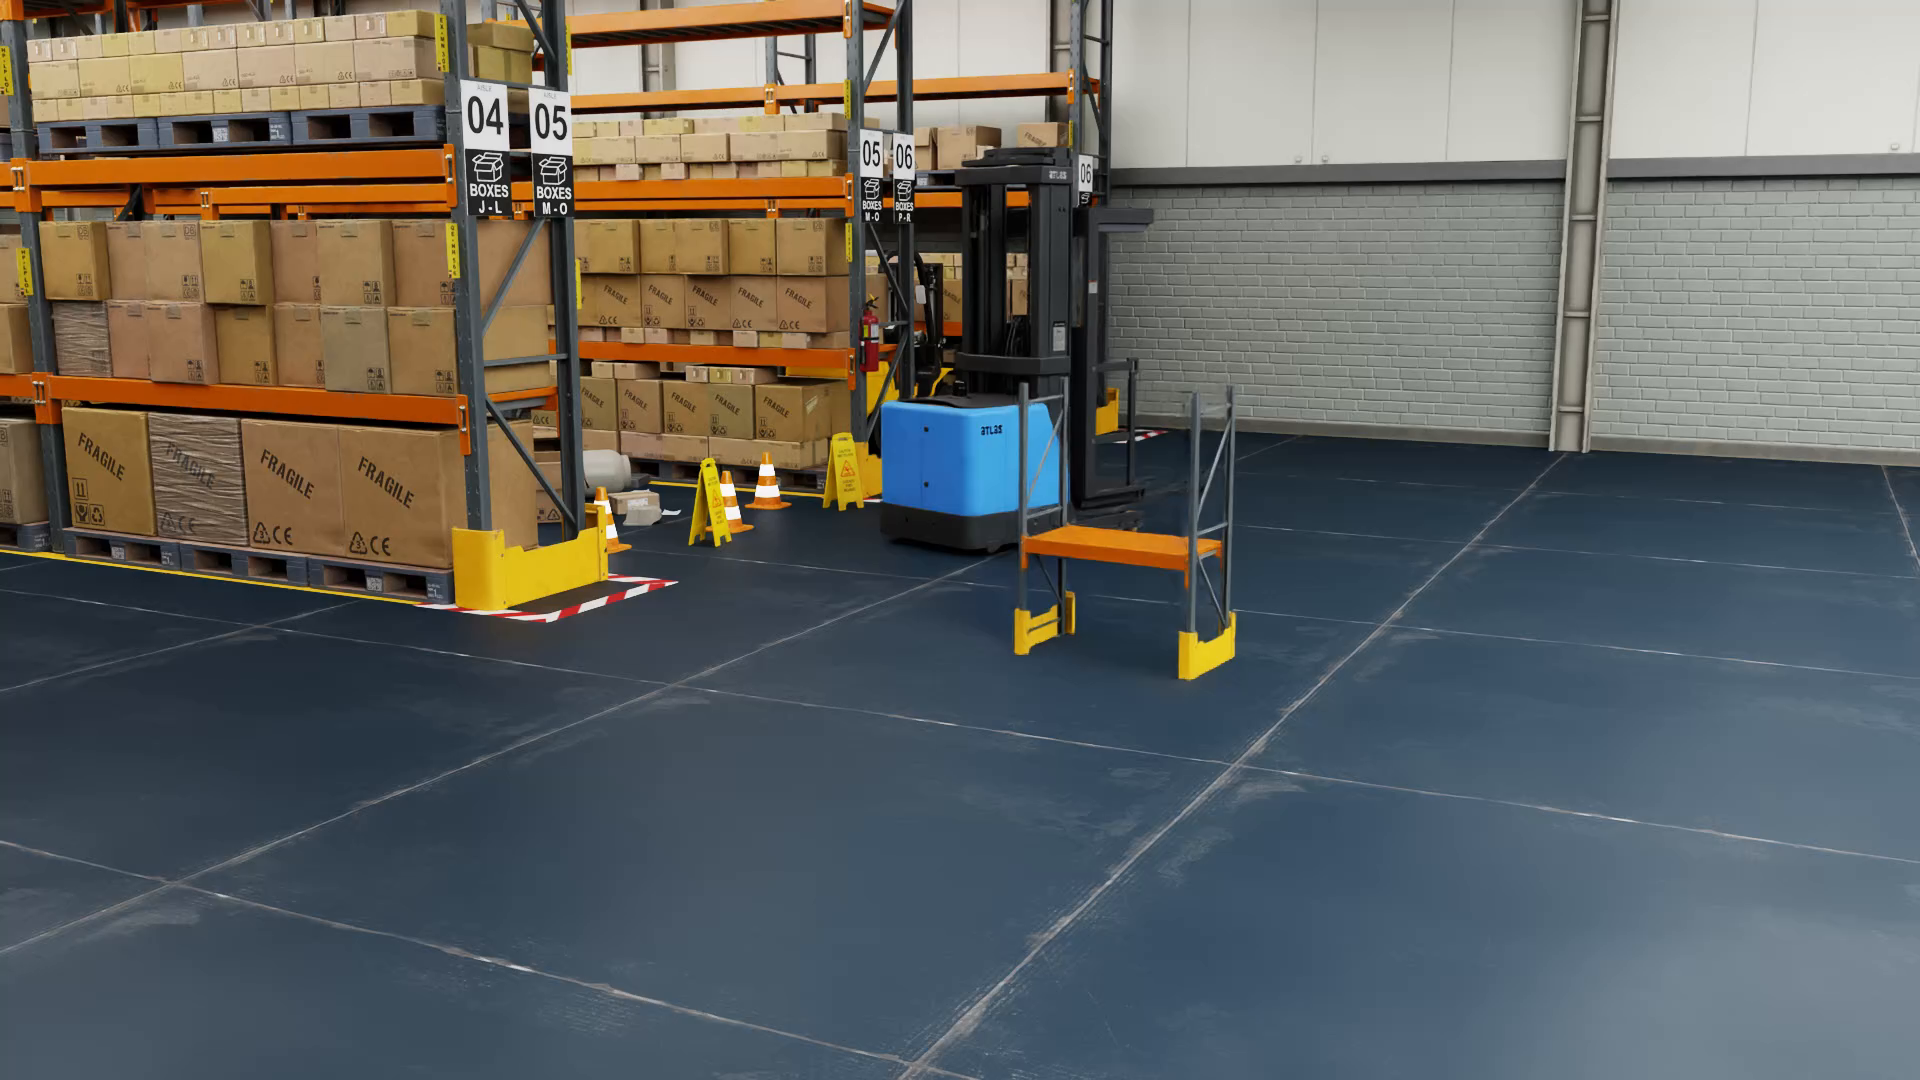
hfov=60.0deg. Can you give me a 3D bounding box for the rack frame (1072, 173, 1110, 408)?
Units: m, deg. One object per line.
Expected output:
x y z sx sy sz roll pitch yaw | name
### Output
1.496 -2.731 19.400 0.127 3.000 1.000 5 11 26 | rack frame

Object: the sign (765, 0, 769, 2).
-2.321 -6.410 20.033 0.005 0.325 0.100 5 11 26 | sign

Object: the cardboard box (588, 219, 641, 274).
-3.099 -2.784 15.768 0.500 0.500 0.700 5 11 25 | cardboard box

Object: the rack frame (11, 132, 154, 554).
-6.384 -1.455 12.347 0.127 3.000 1.000 5 11 26 | rack frame

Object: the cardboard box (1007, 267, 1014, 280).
0.613 -3.128 19.489 0.250 0.149 0.380 5 12 27 | cardboard box

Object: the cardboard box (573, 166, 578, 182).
-3.632 -3.511 15.989 0.250 0.149 0.380 5 11 26 | cardboard box

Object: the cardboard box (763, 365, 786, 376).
-2.564 -2.124 21.533 0.625 0.625 0.875 6 12 28 | cardboard box

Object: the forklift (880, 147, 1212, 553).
0.808 -1.549 13.059 3.031 2.935 1.130 -10 14 -43 | forklift

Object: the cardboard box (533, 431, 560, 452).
-3.926 -0.723 15.315 0.500 0.500 0.500 -4 11 -23 | cardboard box

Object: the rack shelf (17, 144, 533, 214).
-4.591 -2.420 11.274 4.000 0.370 1.077 5 11 26 | rack shelf

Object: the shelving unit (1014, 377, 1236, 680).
0.904 -0.100 9.071 1.083 1.500 0.587 6 12 32 | shelving unit

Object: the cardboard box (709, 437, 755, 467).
-2.002 -0.855 15.573 0.500 0.250 0.500 5 11 26 | cardboard box

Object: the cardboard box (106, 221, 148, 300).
-5.524 -2.001 11.910 0.550 0.550 0.875 5 11 26 | cardboard box

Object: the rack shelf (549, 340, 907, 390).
-2.491 -1.742 15.953 4.000 0.370 1.077 5 11 26 | rack shelf

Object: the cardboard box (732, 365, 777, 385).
-1.890 -1.520 15.320 0.250 0.149 0.380 5 12 27 | cardboard box

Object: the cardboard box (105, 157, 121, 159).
-9.262 -4.238 18.499 0.258 0.266 0.396 5 11 24 | cardboard box

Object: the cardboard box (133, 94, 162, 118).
-5.295 -2.900 11.157 0.250 0.149 0.380 5 11 25 | cardboard box

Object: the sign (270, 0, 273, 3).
-7.640 -6.107 18.360 0.005 0.325 0.100 5 11 26 | sign

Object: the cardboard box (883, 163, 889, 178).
-0.851 -3.369 15.204 0.250 0.149 0.380 5 11 26 | cardboard box

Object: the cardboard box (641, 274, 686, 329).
-2.646 -2.256 15.656 0.500 0.500 0.500 5 11 26 | cardboard box

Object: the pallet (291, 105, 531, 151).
-3.467 -2.629 10.660 1.213 0.211 1.003 5 11 26 | pallet

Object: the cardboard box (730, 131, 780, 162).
-1.720 -3.526 14.955 0.500 0.250 0.500 5 11 25 | cardboard box

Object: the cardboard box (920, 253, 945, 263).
-0.297 -3.361 19.939 0.250 0.149 0.380 5 11 27 | cardboard box

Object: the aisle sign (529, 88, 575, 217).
-2.601 -2.461 10.608 0.004 0.787 0.394 5 11 26 | aisle sign

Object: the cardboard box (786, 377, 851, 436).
-1.320 -1.271 15.764 0.500 0.500 0.500 5 11 24 | cardboard box

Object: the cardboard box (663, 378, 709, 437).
-2.450 -1.264 15.728 0.500 0.500 0.500 5 11 24 | cardboard box

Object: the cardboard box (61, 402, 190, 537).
-5.851 -0.555 12.164 0.875 0.875 0.875 5 11 27 | cardboard box

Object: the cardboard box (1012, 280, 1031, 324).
0.938 -2.778 19.373 0.500 0.500 0.500 5 11 25 | cardboard box

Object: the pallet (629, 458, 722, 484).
-2.569 -0.738 16.217 1.213 0.211 1.003 5 11 26 | pallet

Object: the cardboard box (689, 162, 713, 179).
-2.277 -3.380 15.264 0.250 0.149 0.380 5 11 24 | cardboard box

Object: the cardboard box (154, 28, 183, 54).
-5.066 -3.273 10.974 0.250 0.149 0.380 5 11 26 | cardboard box

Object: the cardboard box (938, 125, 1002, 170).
0.116 -4.605 19.589 0.500 0.500 0.700 5 11 26 | cardboard box

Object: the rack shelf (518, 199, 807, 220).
-3.885 -4.326 21.809 4.000 0.370 1.077 5 11 26 | rack shelf

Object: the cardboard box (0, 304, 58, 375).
-6.970 -1.503 12.330 0.500 0.500 0.500 5 11 25 | cardboard box

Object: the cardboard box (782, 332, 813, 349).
-1.404 -1.812 15.027 0.250 0.149 0.380 5 11 25 | cardboard box

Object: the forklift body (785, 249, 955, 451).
-1.012 -2.172 18.691 1.214 2.155 2.313 5 11 26 | forklift body

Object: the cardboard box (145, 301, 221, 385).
-5.113 -1.401 11.626 0.550 0.550 0.875 5 11 26 | cardboard box

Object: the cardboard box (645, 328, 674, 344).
-2.763 -1.936 15.712 0.250 0.149 0.380 5 11 26 | cardboard box

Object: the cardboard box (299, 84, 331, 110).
-3.928 -2.780 10.493 0.250 0.149 0.380 5 11 26 | cardboard box

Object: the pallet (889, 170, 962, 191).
-0.225 -4.320 20.001 1.213 0.211 1.003 5 11 26 | pallet

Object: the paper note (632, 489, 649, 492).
-2.913 -0.447 15.113 0.148 0.019 0.142 1 10 6 | paper note

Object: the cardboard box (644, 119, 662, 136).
-2.716 -3.812 15.415 0.250 0.149 0.380 5 12 27 | cardboard box

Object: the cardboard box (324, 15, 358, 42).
-3.702 -3.153 10.313 0.250 0.149 0.380 5 12 27 | cardboard box

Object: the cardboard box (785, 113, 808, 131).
-1.346 -3.689 14.735 0.250 0.149 0.380 5 12 27 | cardboard box

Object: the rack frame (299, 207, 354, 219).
-9.266 -3.677 24.625 0.127 3.000 1.000 5 11 26 | rack frame

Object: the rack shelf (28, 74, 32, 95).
-9.665 -5.128 18.937 4.000 0.370 1.077 5 11 26 | rack shelf

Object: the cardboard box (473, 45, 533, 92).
-3.116 -3.023 10.716 0.500 0.250 0.500 5 11 26 | cardboard box

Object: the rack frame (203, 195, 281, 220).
-7.872 -2.569 18.501 0.127 3.000 1.000 5 11 26 | rack frame

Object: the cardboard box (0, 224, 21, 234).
-11.627 -3.811 20.454 0.250 0.149 0.380 5 11 25 | cardboard box

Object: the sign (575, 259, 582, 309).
-2.546 -1.693 11.009 0.005 0.325 0.100 5 11 26 | sign

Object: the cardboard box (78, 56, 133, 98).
-5.616 -3.137 11.343 0.500 0.250 0.500 5 11 25 | cardboard box
